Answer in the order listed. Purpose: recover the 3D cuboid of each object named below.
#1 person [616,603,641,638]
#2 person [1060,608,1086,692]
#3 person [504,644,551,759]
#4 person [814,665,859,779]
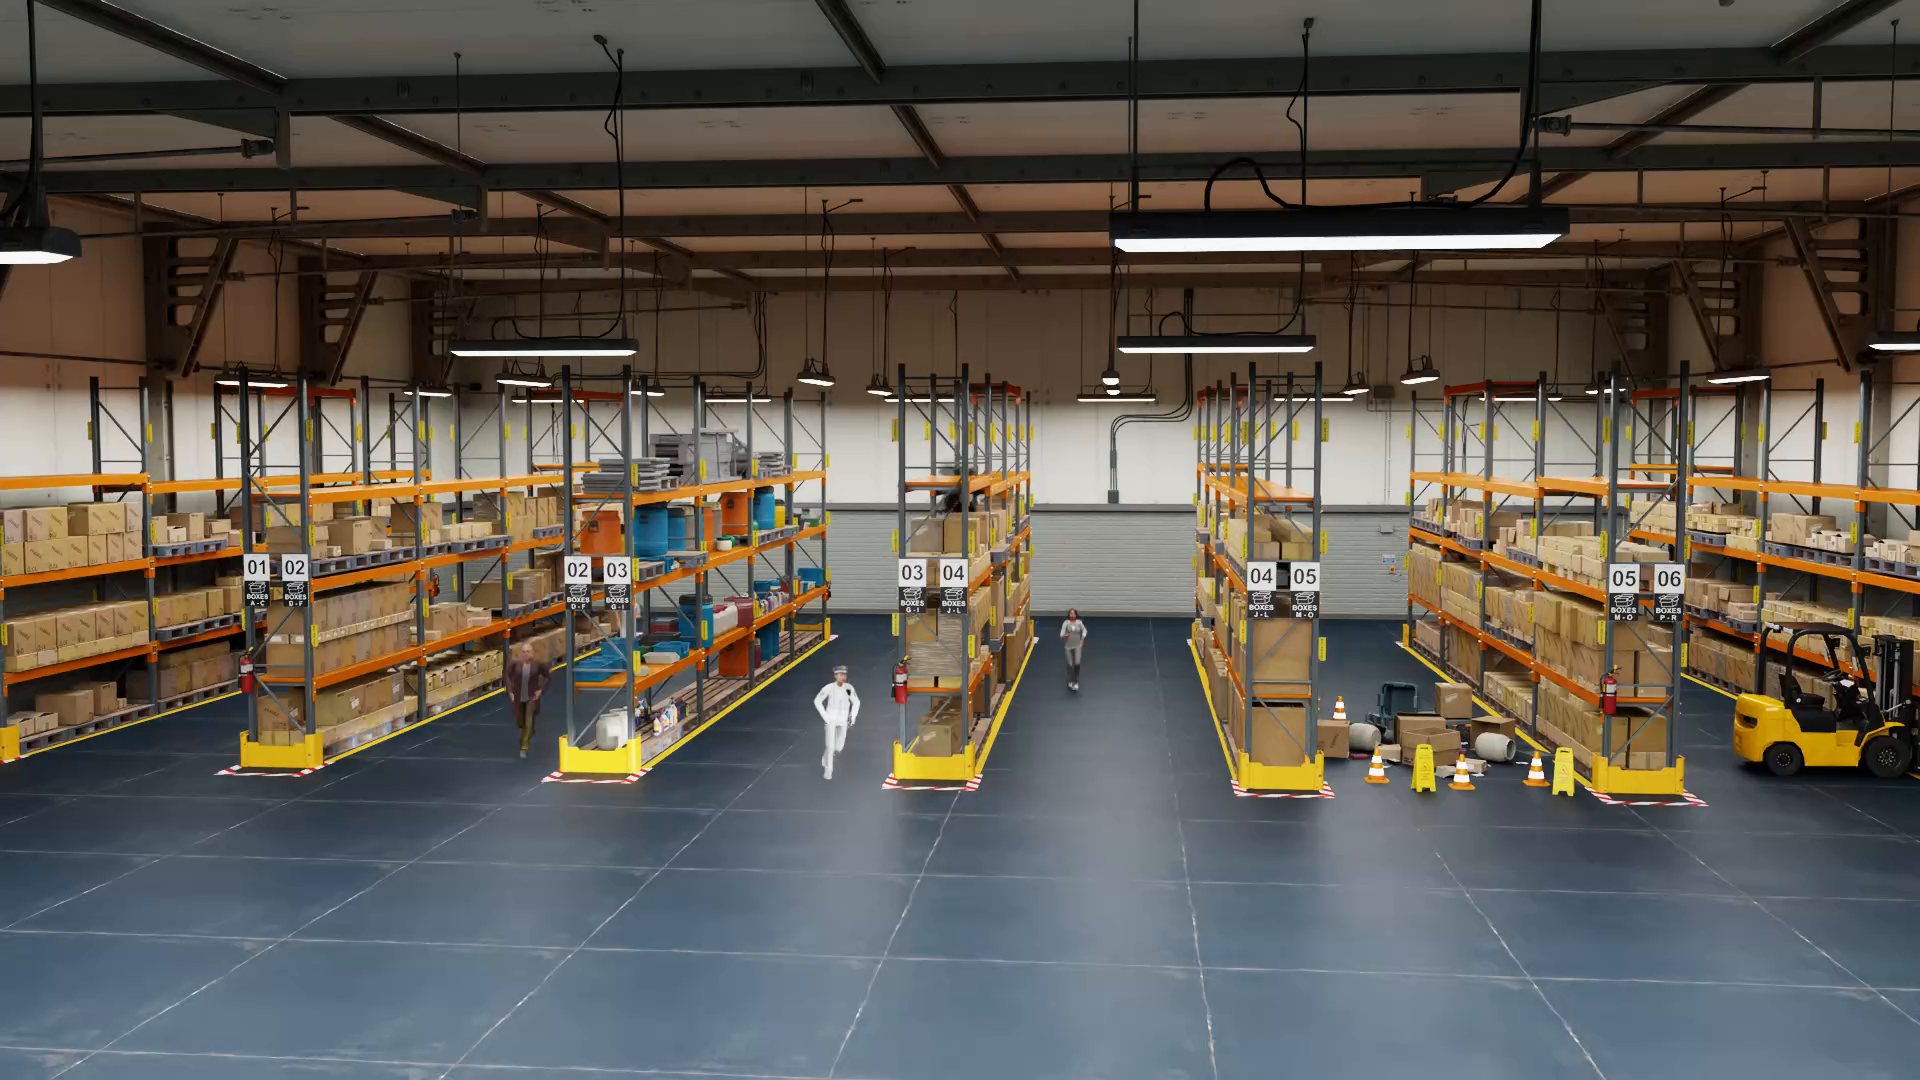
[{"bbox_3d":[-7.028,1.913,35.240,0.545,1.726,0.758,0,4,-7],"label":"person"},{"bbox_3d":[2.196,2.135,32.276,0.514,1.631,0.653,0,4,4],"label":"person"},{"bbox_3d":[-6.750,2.486,26.008,0.718,1.759,0.939,0,4,-2],"label":"person"},{"bbox_3d":[-1.806,2.639,24.364,0.693,1.643,0.553,-1,4,-17],"label":"person"}]
